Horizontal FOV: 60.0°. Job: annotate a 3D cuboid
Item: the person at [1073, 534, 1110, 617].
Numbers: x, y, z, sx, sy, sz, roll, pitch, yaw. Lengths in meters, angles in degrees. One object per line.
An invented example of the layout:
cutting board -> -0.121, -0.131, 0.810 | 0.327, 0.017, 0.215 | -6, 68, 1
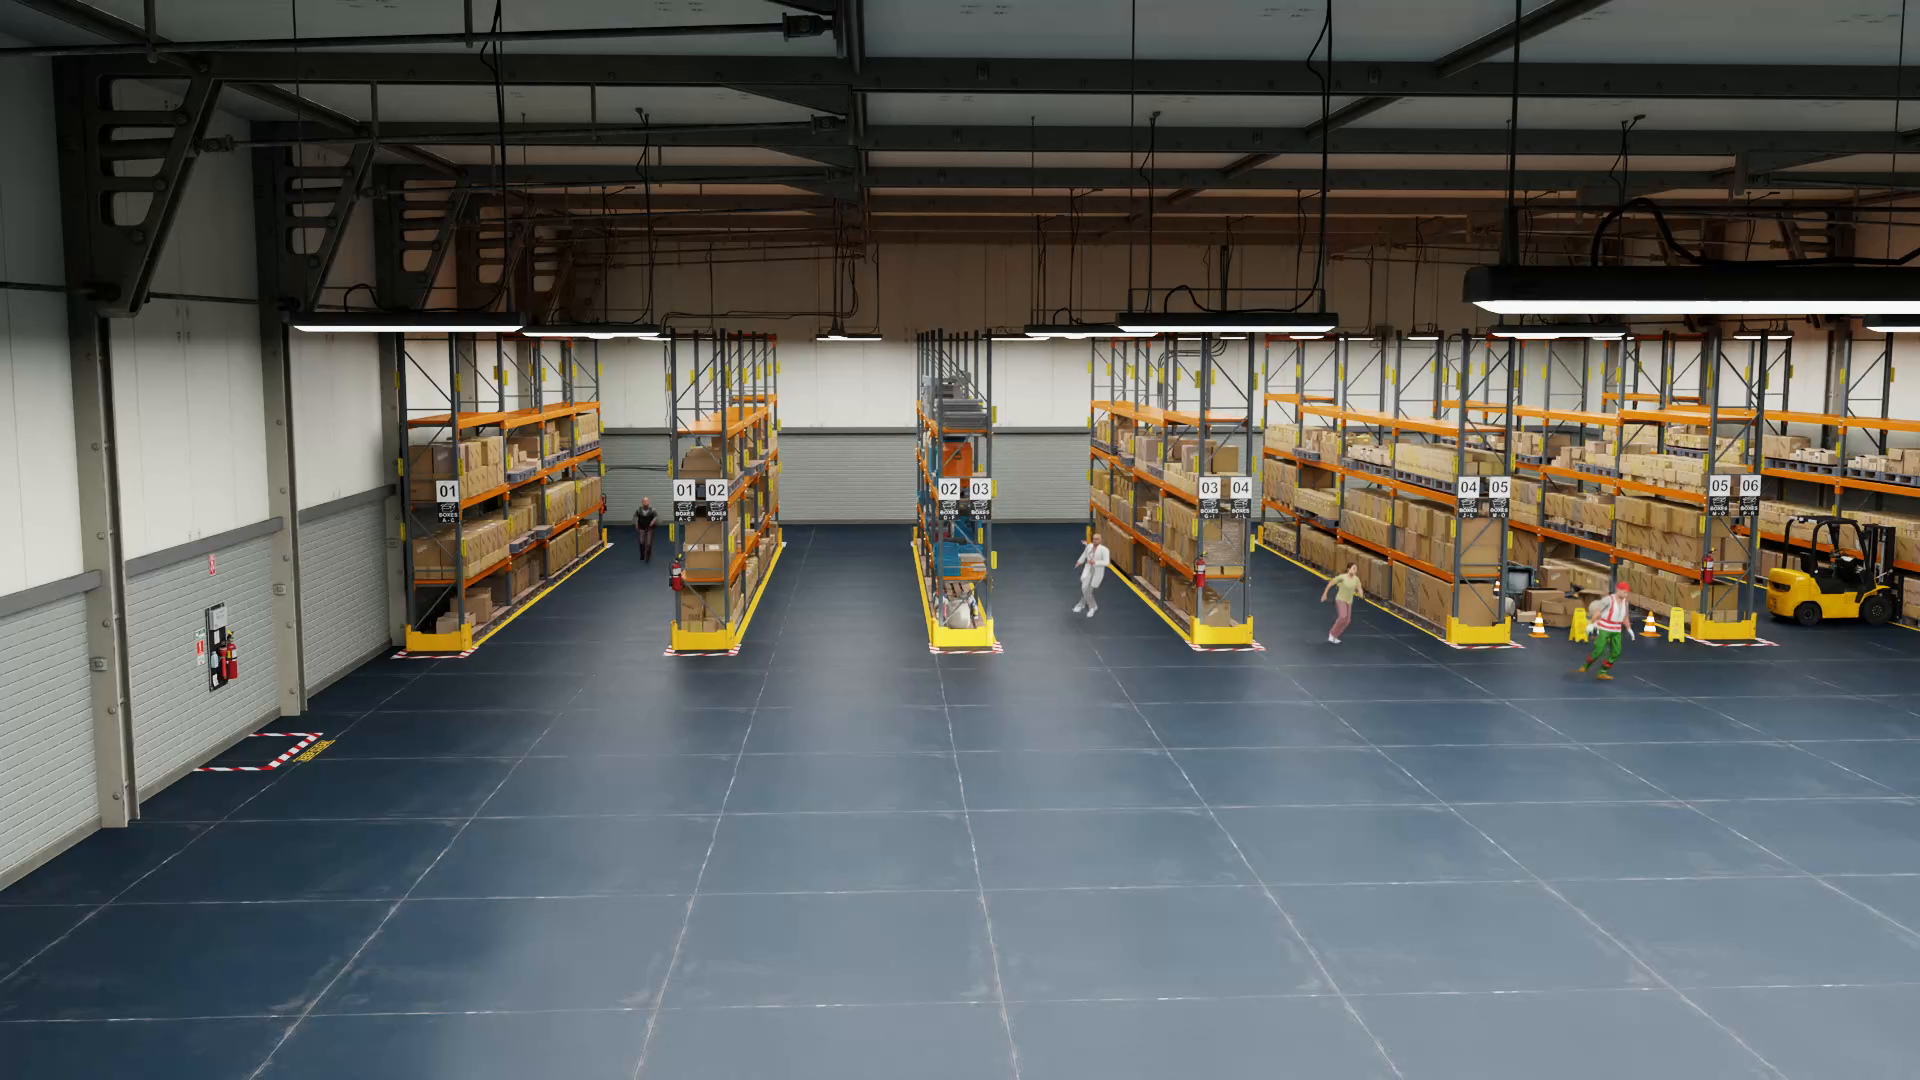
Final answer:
person -> 2.733, 0.704, 34.409 | 0.826, 1.715, 0.771 | 2, 7, 18

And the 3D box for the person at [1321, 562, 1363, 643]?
person -> 7.402, 1.201, 31.872 | 0.766, 1.563, 0.580 | -3, 7, -26

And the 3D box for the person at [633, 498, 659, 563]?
person -> -8.226, -0.215, 43.584 | 0.669, 1.632, 0.664 | -1, 7, -8

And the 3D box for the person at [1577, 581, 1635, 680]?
person -> 11.041, 1.533, 28.346 | 0.824, 1.702, 0.695 | -2, 7, -17
